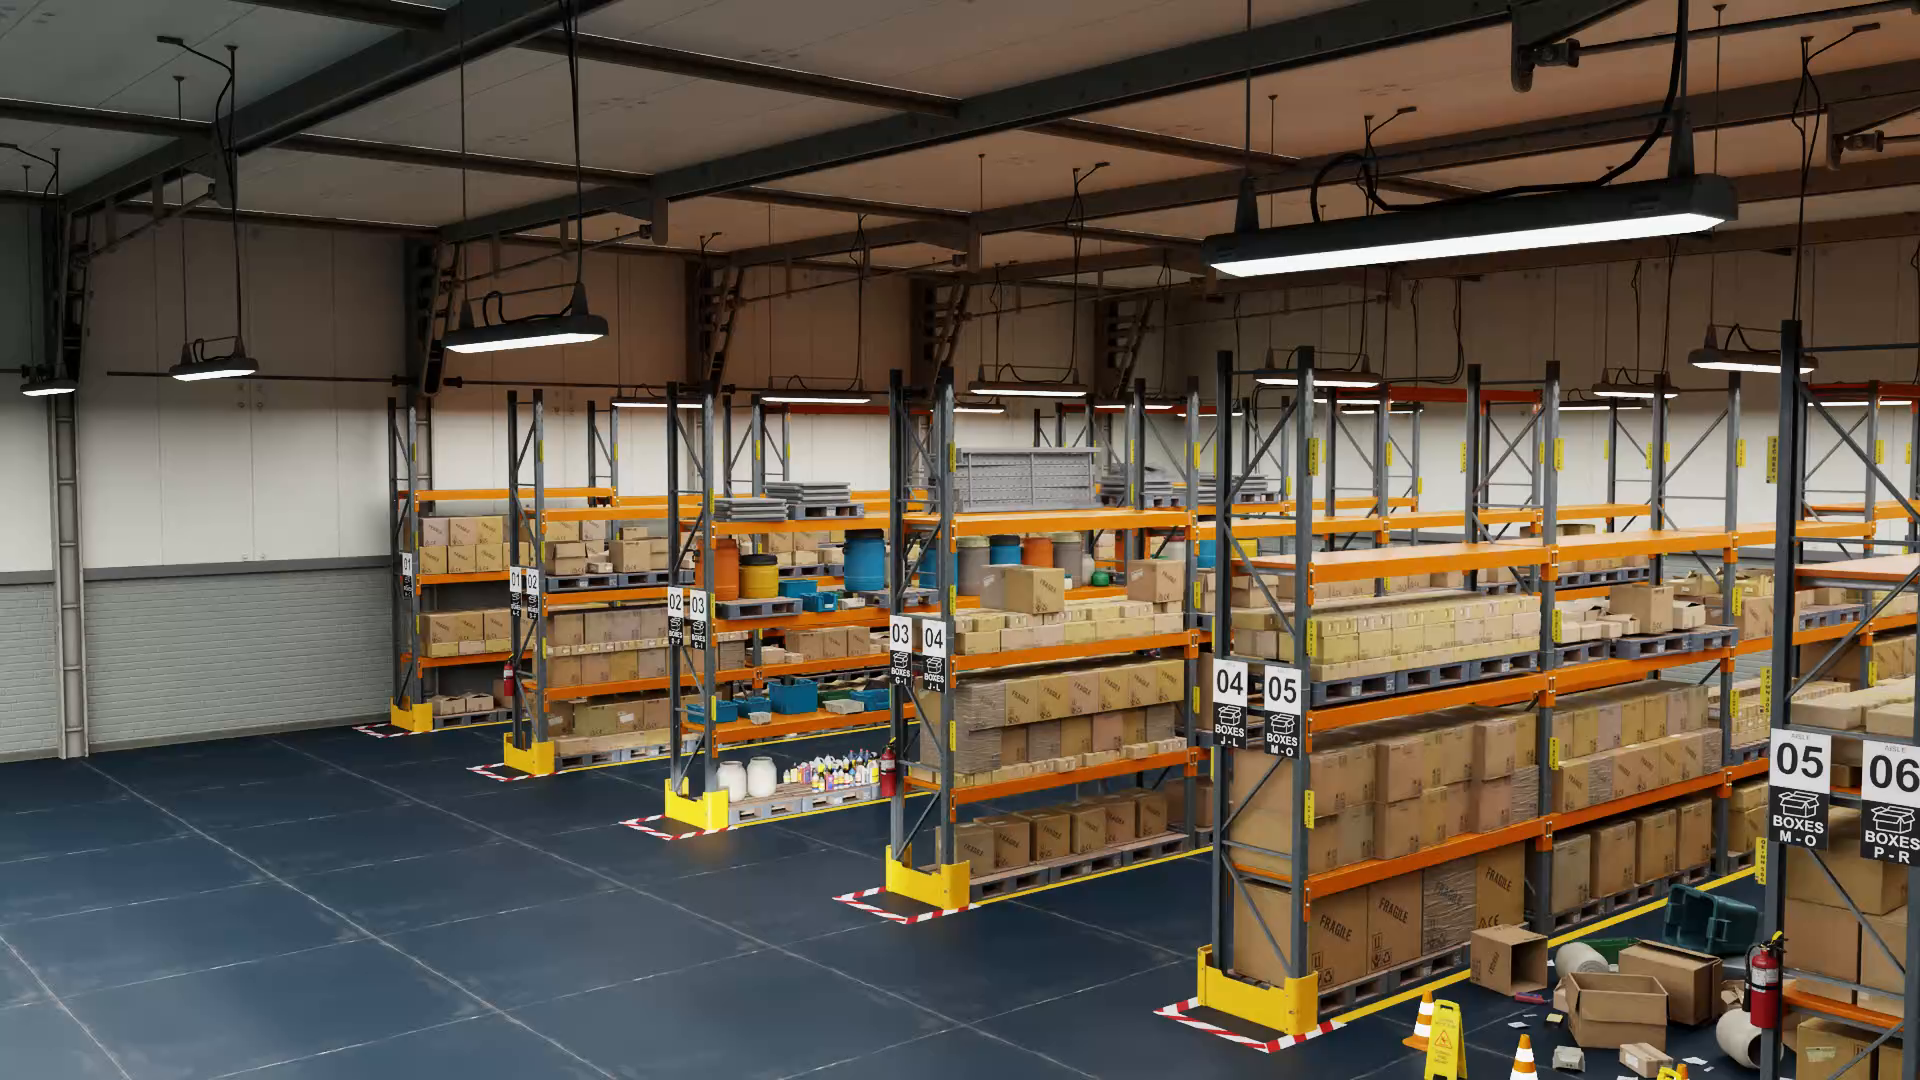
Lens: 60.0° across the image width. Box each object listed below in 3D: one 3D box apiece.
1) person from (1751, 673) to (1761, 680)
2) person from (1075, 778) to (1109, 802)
[{"bbox_3d":[12.045,2.870,25.221,0.749,1.721,0.534,-3,5,-43],"label":"person"},{"bbox_3d":[1.882,2.953,23.698,0.546,1.766,0.756,3,5,43],"label":"person"}]
